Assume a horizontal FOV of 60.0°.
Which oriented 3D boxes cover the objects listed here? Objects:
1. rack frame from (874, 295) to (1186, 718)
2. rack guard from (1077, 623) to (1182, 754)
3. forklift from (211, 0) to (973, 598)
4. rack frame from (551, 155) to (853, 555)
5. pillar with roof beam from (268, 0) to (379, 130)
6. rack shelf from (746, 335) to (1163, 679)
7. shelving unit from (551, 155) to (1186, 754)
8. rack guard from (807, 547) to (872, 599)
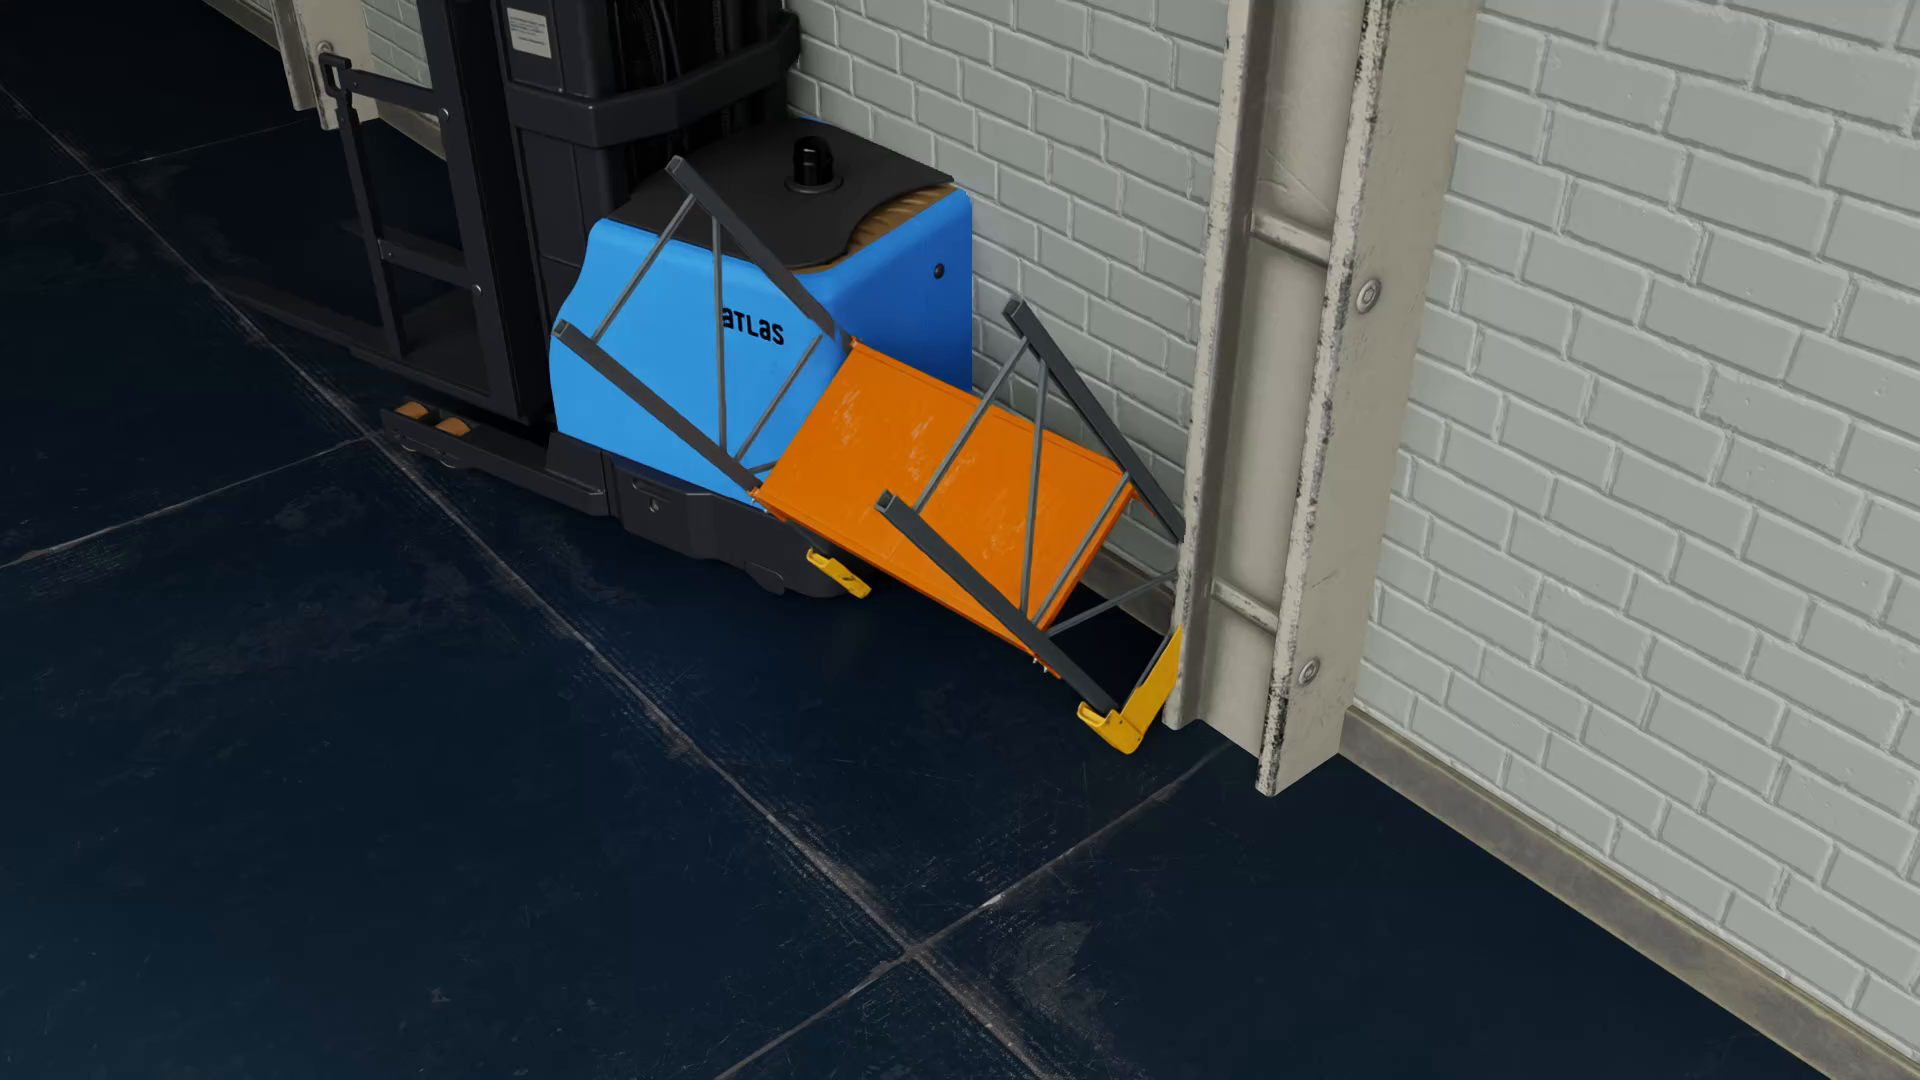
[{"bbox_3d":[0.279,0.024,3.836,0.032,1.500,0.500,28,81,33],"label":"rack frame"},{"bbox_3d":[0.529,0.265,4.356,0.087,0.250,0.587,28,81,33],"label":"rack guard"},{"bbox_3d":[-1.358,-1.672,5.074,3.031,2.935,1.130,20,40,26],"label":"forklift"},{"bbox_3d":[-0.474,-0.378,4.387,0.032,1.500,0.500,28,81,33],"label":"rack frame"},{"bbox_3d":[-6.368,-4.192,3.383,9.100,9.000,0.400,-26,43,-32],"label":"pillar with roof beam"},{"bbox_3d":[-0.025,-0.108,4.261,1.000,0.185,0.538,28,81,33],"label":"rack shelf"},{"bbox_3d":[-0.091,-0.173,4.107,1.083,1.500,0.587,28,81,33],"label":"shelving unit"},{"bbox_3d":[-0.209,-0.129,4.896,0.087,0.250,0.587,28,81,33],"label":"rack guard"}]
